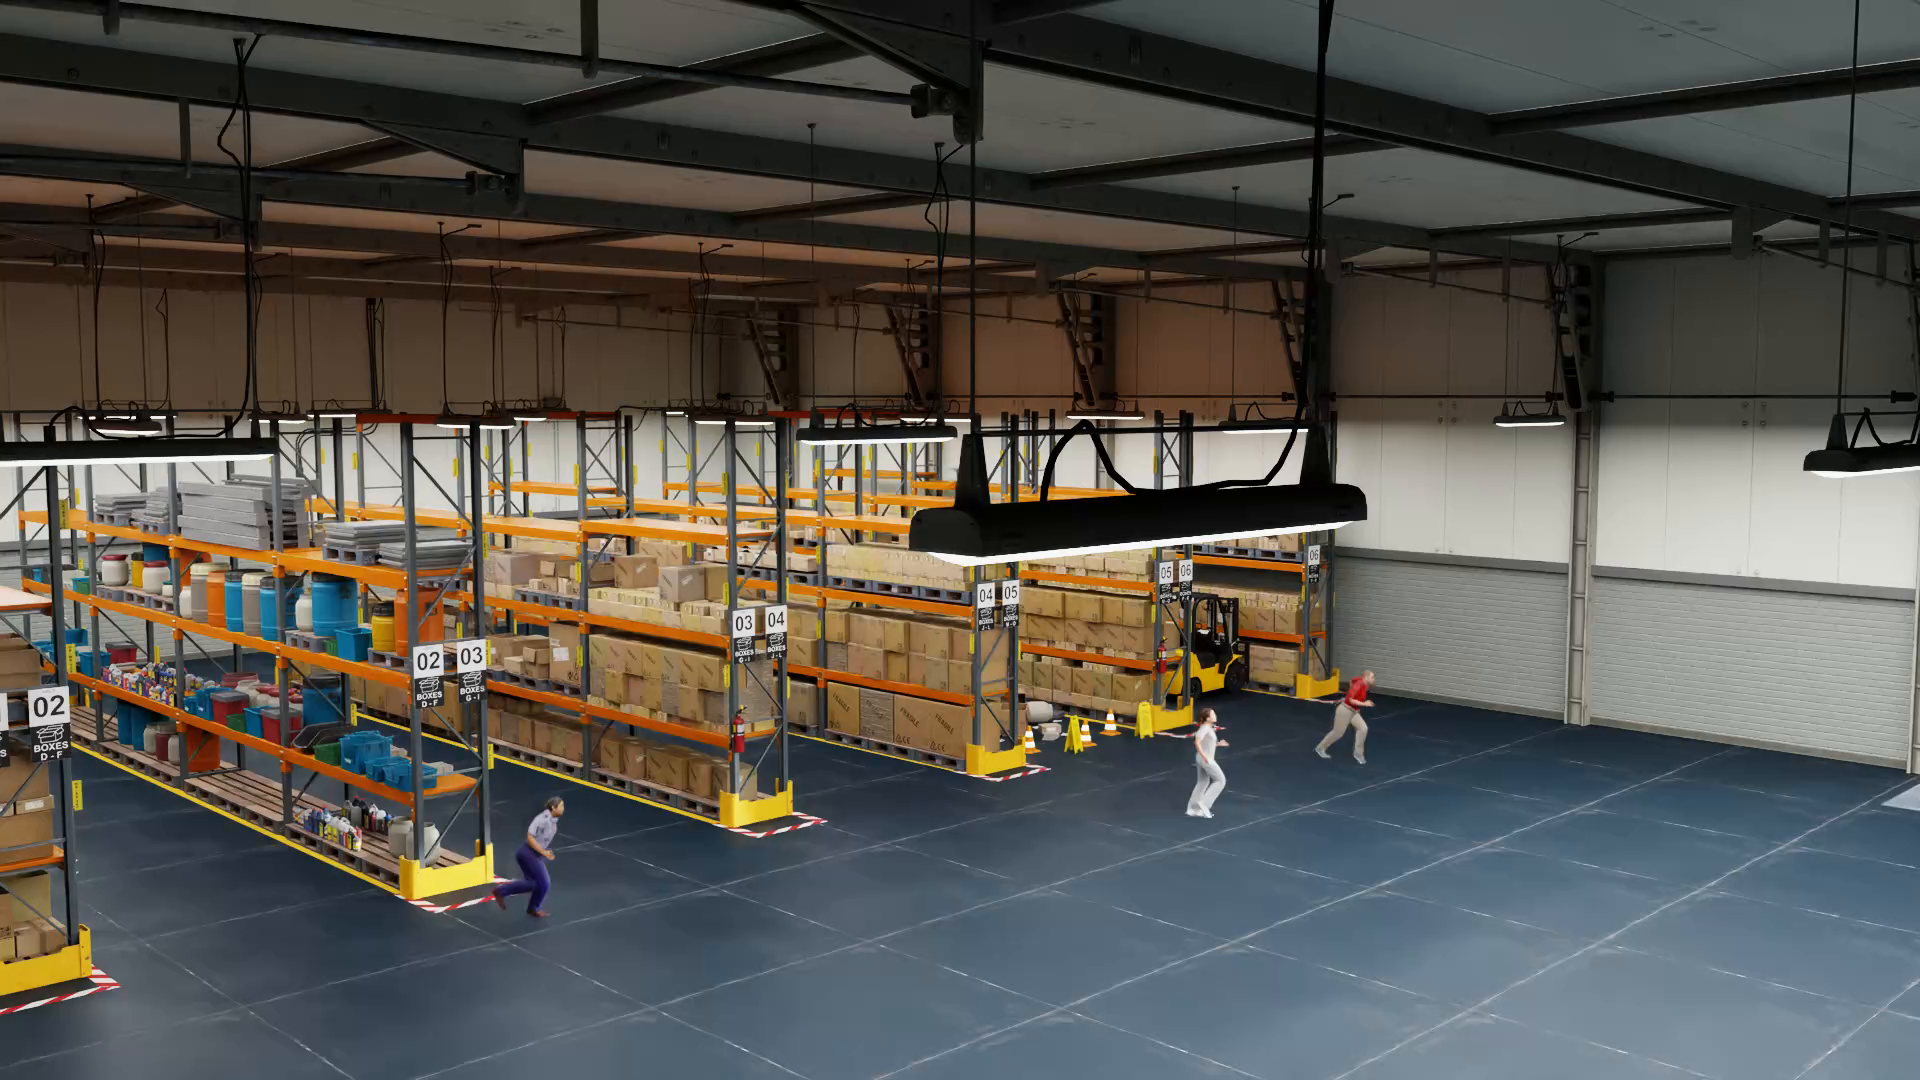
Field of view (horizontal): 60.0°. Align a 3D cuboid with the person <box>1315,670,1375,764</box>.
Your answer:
[{"bbox_3d":[6.665,3.059,28.752,1.017,1.696,0.707,2,5,26],"label":"person"}]

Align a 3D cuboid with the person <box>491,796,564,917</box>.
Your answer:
[{"bbox_3d":[-5.241,3.849,20.221,0.890,1.512,0.603,0,5,1],"label":"person"}]

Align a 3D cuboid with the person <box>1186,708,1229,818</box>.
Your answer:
[{"bbox_3d":[3.726,3.337,24.992,0.651,1.660,0.542,0,5,-3],"label":"person"}]
